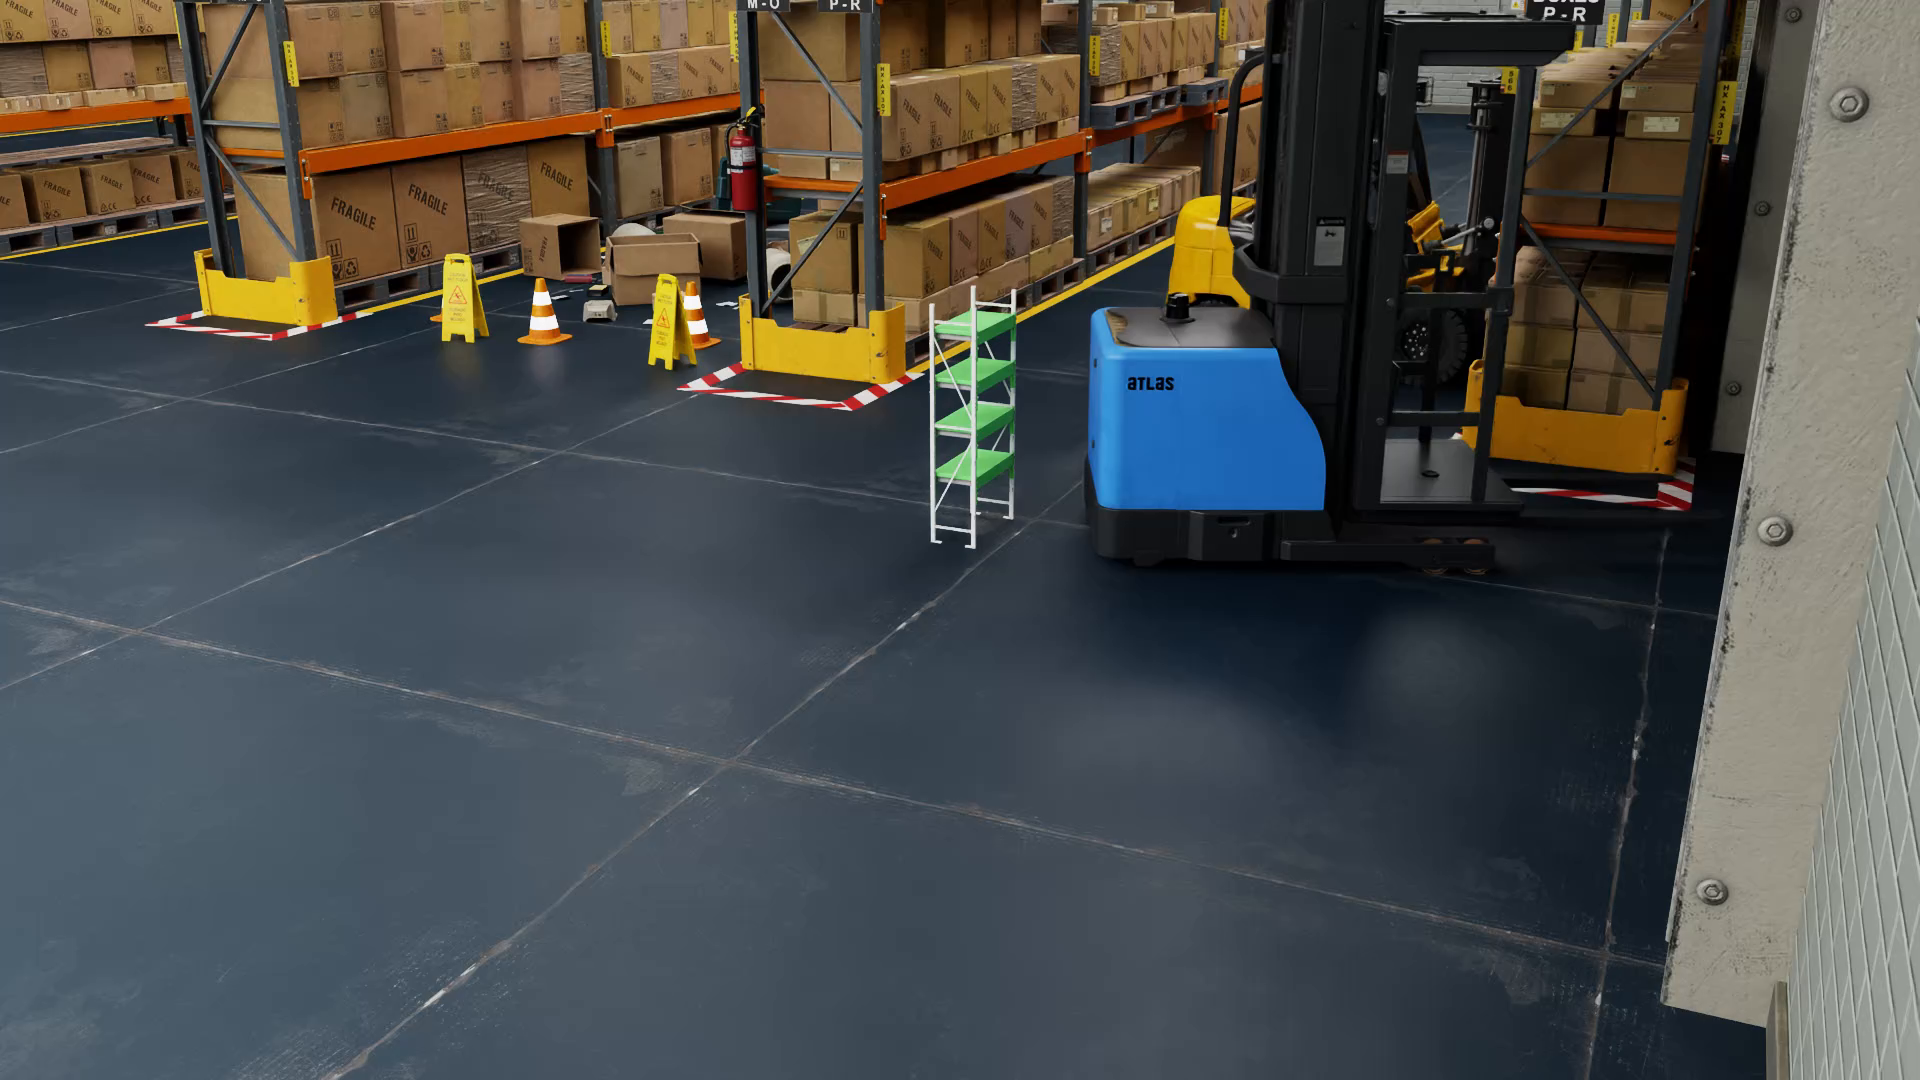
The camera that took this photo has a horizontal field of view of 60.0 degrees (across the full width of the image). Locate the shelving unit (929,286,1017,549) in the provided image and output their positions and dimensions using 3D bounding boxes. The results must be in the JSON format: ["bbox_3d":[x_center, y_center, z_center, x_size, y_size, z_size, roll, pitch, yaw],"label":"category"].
[{"bbox_3d":[0.068,-0.616,8.273,0.258,1.200,0.503,9,21,23],"label":"shelving unit"}]

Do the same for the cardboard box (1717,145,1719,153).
[{"bbox_3d":[8.310,-4.243,18.890,0.500,0.500,0.500,8,21,20],"label":"cardboard box"}]

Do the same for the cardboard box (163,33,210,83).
[{"bbox_3d":[-8.635,-5.217,17.931,0.875,0.500,0.500,9,21,23],"label":"cardboard box"}]

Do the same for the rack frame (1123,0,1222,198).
[{"bbox_3d":[2.285,-5.022,17.975,1.000,3.000,0.127,9,21,23],"label":"rack frame"}]

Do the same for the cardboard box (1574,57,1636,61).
[{"bbox_3d":[4.320,-3.150,11.152,0.380,0.149,0.250,8,21,22],"label":"cardboard box"}]

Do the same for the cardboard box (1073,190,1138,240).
[{"bbox_3d":[1.150,-3.139,15.978,0.950,0.372,0.625,10,22,26],"label":"cardboard box"}]

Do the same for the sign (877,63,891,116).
[{"bbox_3d":[-0.496,-2.909,10.744,0.100,0.325,0.005,9,21,23],"label":"sign"}]

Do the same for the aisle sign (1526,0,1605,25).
[{"bbox_3d":[3.244,-3.141,8.808,0.394,0.787,0.004,9,21,23],"label":"aisle sign"}]

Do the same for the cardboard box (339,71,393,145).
[{"bbox_3d":[-5.233,-3.586,13.714,0.875,0.550,0.550,9,21,23],"label":"cardboard box"}]

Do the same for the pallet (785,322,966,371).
[{"bbox_3d":[-0.595,-1.529,12.316,1.003,0.211,1.213,9,21,23],"label":"pallet"}]

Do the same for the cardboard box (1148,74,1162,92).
[{"bbox_3d":[1.720,-4.398,15.971,0.380,0.149,0.250,9,22,25],"label":"cardboard box"}]

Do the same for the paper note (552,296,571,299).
[{"bbox_3d":[-3.375,-2.058,14.076,0.144,0.017,0.142,18,26,41],"label":"paper note"}]

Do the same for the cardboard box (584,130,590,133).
[{"bbox_3d":[-5.727,-6.329,24.196,1.225,0.875,0.875,8,21,21],"label":"cardboard box"}]

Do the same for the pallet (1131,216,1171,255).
[{"bbox_3d":[1.462,-3.097,16.726,1.003,0.211,1.213,9,21,23],"label":"pallet"}]

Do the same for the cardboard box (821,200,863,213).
[{"bbox_3d":[-0.812,-2.539,12.385,0.380,0.149,0.250,9,22,24],"label":"cardboard box"}]

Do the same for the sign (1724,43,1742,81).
[{"bbox_3d":[5.684,-3.488,12.254,0.100,0.325,0.005,9,21,23],"label":"sign"}]

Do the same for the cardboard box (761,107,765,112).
[{"bbox_3d":[-2.232,-5.288,20.710,0.500,0.250,0.500,8,21,21],"label":"cardboard box"}]

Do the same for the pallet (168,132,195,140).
[{"bbox_3d":[-10.990,-5.994,24.870,1.003,0.211,1.213,9,21,23],"label":"pallet"}]

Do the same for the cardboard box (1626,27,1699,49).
[{"bbox_3d":[7.314,-5.112,17.450,0.797,0.503,0.637,8,21,21],"label":"cardboard box"}]

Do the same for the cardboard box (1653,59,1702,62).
[{"bbox_3d":[4.768,-3.086,10.970,0.380,0.149,0.250,8,21,22],"label":"cardboard box"}]

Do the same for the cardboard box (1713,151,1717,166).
[{"bbox_3d":[7.446,-3.861,16.849,0.380,0.149,0.250,9,22,24],"label":"cardboard box"}]

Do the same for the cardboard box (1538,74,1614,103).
[{"bbox_3d":[3.566,-2.607,9.624,0.380,0.149,0.250,9,21,23],"label":"cardboard box"}]

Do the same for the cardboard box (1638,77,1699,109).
[{"bbox_3d":[4.037,-2.535,9.422,0.380,0.149,0.250,9,22,25],"label":"cardboard box"}]

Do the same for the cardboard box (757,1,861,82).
[{"bbox_3d":[-0.981,-3.420,11.388,0.700,0.500,0.500,8,21,21],"label":"cardboard box"}]

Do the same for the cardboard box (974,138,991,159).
[{"bbox_3d":[0.019,-3.003,12.673,0.380,0.149,0.250,8,21,21],"label":"cardboard box"}]

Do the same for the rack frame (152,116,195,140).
[{"bbox_3d":[-11.275,-7.061,23.709,1.000,3.000,0.127,9,21,23],"label":"rack frame"}]

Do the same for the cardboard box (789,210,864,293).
[{"bbox_3d":[-0.901,-2.112,12.152,0.500,0.500,0.500,9,21,23],"label":"cardboard box"}]

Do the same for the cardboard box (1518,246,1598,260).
[{"bbox_3d":[3.844,-1.766,10.804,0.500,0.250,0.500,9,21,23],"label":"cardboard box"}]

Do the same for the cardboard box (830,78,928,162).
[{"bbox_3d":[-0.544,-2.870,11.332,0.500,0.500,0.500,8,21,22],"label":"cardboard box"}]

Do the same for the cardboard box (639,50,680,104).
[{"bbox_3d":[-3.244,-4.772,17.125,0.500,0.500,0.500,9,21,23],"label":"cardboard box"}]

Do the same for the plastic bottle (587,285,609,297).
[{"bbox_3d":[-3.099,-2.145,14.272,0.133,0.061,0.283,1,20,4],"label":"plastic bottle"}]

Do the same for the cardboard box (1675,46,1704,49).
[{"bbox_3d":[6.699,-4.401,15.113,0.380,0.149,0.250,9,21,23],"label":"cardboard box"}]

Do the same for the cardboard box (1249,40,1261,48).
[{"bbox_3d":[3.145,-5.616,19.124,0.500,0.250,0.500,8,21,22],"label":"cardboard box"}]

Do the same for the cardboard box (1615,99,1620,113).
[{"bbox_3d":[4.112,-2.853,10.759,0.380,0.149,0.250,8,21,22],"label":"cardboard box"}]

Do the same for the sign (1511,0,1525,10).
[{"bbox_3d":[9.739,-9.321,28.832,0.339,0.242,0.001,9,21,23],"label":"sign"}]

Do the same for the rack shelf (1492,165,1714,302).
[{"bbox_3d":[4.358,-2.168,11.026,1.077,0.370,4.000,9,21,23],"label":"rack shelf"}]

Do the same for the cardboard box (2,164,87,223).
[{"bbox_3d":[-9.274,-3.521,16.858,0.500,0.500,0.500,11,22,28],"label":"cardboard box"}]

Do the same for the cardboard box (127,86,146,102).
[{"bbox_3d":[-8.706,-4.641,17.279,0.380,0.149,0.250,9,21,23],"label":"cardboard box"}]

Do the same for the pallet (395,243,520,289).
[{"bbox_3d":[-4.792,-2.537,15.151,1.003,0.211,1.213,9,21,23],"label":"pallet"}]

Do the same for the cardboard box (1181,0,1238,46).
[{"bbox_3d":[2.710,-5.657,18.120,0.500,0.500,0.500,8,21,21],"label":"cardboard box"}]

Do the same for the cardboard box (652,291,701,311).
[{"bbox_3d":[-2.298,-1.910,13.481,0.250,0.149,0.380,-14,24,-33],"label":"cardboard box"}]

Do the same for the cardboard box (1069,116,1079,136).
[{"bbox_3d":[0.793,-3.540,14.185,0.380,0.149,0.250,8,21,22],"label":"cardboard box"}]

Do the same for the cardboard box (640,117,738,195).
[{"bbox_3d":[-2.959,-4.366,18.863,1.050,0.750,0.750,9,21,24],"label":"cardboard box"}]

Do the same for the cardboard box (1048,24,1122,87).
[{"bbox_3d":[1.100,-4.288,14.692,0.500,0.500,0.500,9,22,24],"label":"cardboard box"}]

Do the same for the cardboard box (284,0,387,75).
[{"bbox_3d":[-5.220,-4.093,13.528,0.875,0.550,0.550,9,21,23],"label":"cardboard box"}]

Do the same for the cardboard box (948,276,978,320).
[{"bbox_3d":[-0.193,-1.842,12.511,0.500,0.250,0.500,9,22,25],"label":"cardboard box"}]

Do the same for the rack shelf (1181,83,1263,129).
[{"bbox_3d":[3.104,-5.294,19.815,1.077,0.370,4.000,9,21,23],"label":"rack shelf"}]

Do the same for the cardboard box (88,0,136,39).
[{"bbox_3d":[-8.737,-5.336,16.773,0.500,0.500,0.500,9,21,23],"label":"cardboard box"}]

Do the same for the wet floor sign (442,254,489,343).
[{"bbox_3d":[-3.754,-1.834,12.527,0.267,0.644,0.232,5,20,13],"label":"wet floor sign"}]

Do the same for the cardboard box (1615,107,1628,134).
[{"bbox_3d":[3.957,-2.401,9.489,0.380,0.149,0.250,9,21,23],"label":"cardboard box"}]

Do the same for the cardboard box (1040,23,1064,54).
[{"bbox_3d":[0.626,-4.357,14.885,0.500,0.500,0.500,8,21,22],"label":"cardboard box"}]

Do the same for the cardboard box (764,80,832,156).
[{"bbox_3d":[-1.021,-2.967,11.605,0.500,0.500,0.500,8,21,22],"label":"cardboard box"}]

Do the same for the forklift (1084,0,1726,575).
[{"bbox_3d":[2.164,-1.396,7.882,3.031,2.935,1.130,0,20,1],"label":"forklift"}]

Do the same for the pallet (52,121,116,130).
[{"bbox_3d":[-14.951,-7.022,27.763,1.003,0.211,1.213,9,21,23],"label":"pallet"}]

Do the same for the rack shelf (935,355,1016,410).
[{"bbox_3d":[0.068,-0.782,8.214,0.258,0.148,0.480,9,21,23],"label":"rack shelf"}]
